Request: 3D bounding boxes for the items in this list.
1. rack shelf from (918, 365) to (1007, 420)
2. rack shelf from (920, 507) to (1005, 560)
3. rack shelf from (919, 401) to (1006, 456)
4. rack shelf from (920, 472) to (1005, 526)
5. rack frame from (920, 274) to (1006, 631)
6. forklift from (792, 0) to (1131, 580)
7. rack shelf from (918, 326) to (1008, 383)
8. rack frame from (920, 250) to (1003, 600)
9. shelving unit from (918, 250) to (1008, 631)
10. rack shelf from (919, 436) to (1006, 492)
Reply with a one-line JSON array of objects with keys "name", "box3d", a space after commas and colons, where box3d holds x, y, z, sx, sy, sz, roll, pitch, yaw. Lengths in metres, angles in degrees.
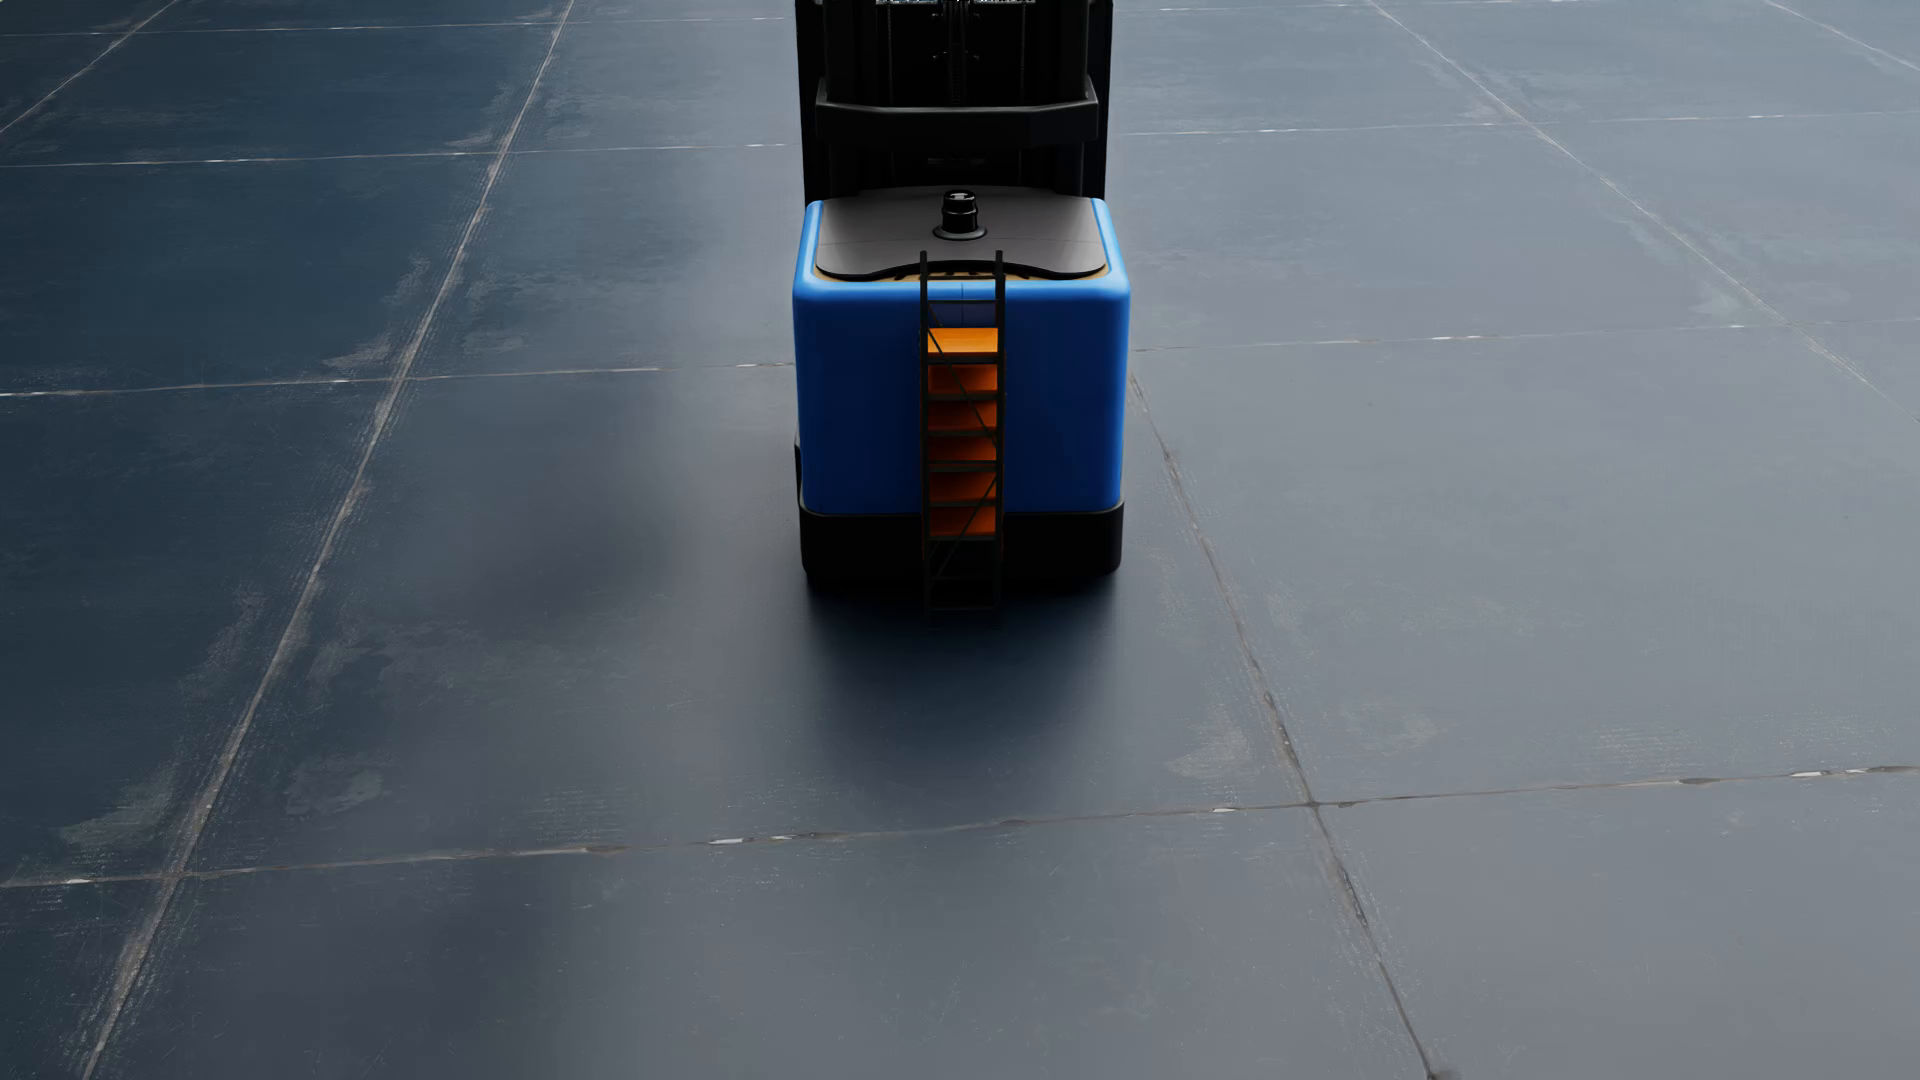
[{"name": "rack shelf", "box3d": [0.006, -0.443, 4.941, 0.258, 0.103, 0.180, -1, 31, -1]}, {"name": "rack shelf", "box3d": [0.006, -0.031, 5.187, 0.258, 0.103, 0.180, -1, 31, -1]}, {"name": "rack shelf", "box3d": [0.006, -0.340, 5.002, 0.258, 0.103, 0.180, -1, 31, -1]}, {"name": "rack shelf", "box3d": [0.006, -0.134, 5.125, 0.258, 0.103, 0.180, -1, 31, -1]}, {"name": "rack frame", "box3d": [0.008, -0.228, 4.962, 0.240, 1.200, 0.006, -1, 31, -1]}, {"name": "forklift", "box3d": [-0.026, -1.846, 5.983, 1.130, 2.935, 3.031, -1, 31, -1]}, {"name": "rack shelf", "box3d": [0.006, -0.546, 4.879, 0.258, 0.103, 0.180, -1, 31, -1]}, {"name": "rack frame", "box3d": [0.004, -0.322, 5.119, 0.240, 1.200, 0.006, -1, 31, -1]}, {"name": "shelving unit", "box3d": [0.006, -0.275, 5.041, 0.258, 1.200, 0.189, -1, 31, -1]}, {"name": "rack shelf", "box3d": [0.006, -0.237, 5.064, 0.258, 0.103, 0.180, -1, 31, -1]}]
